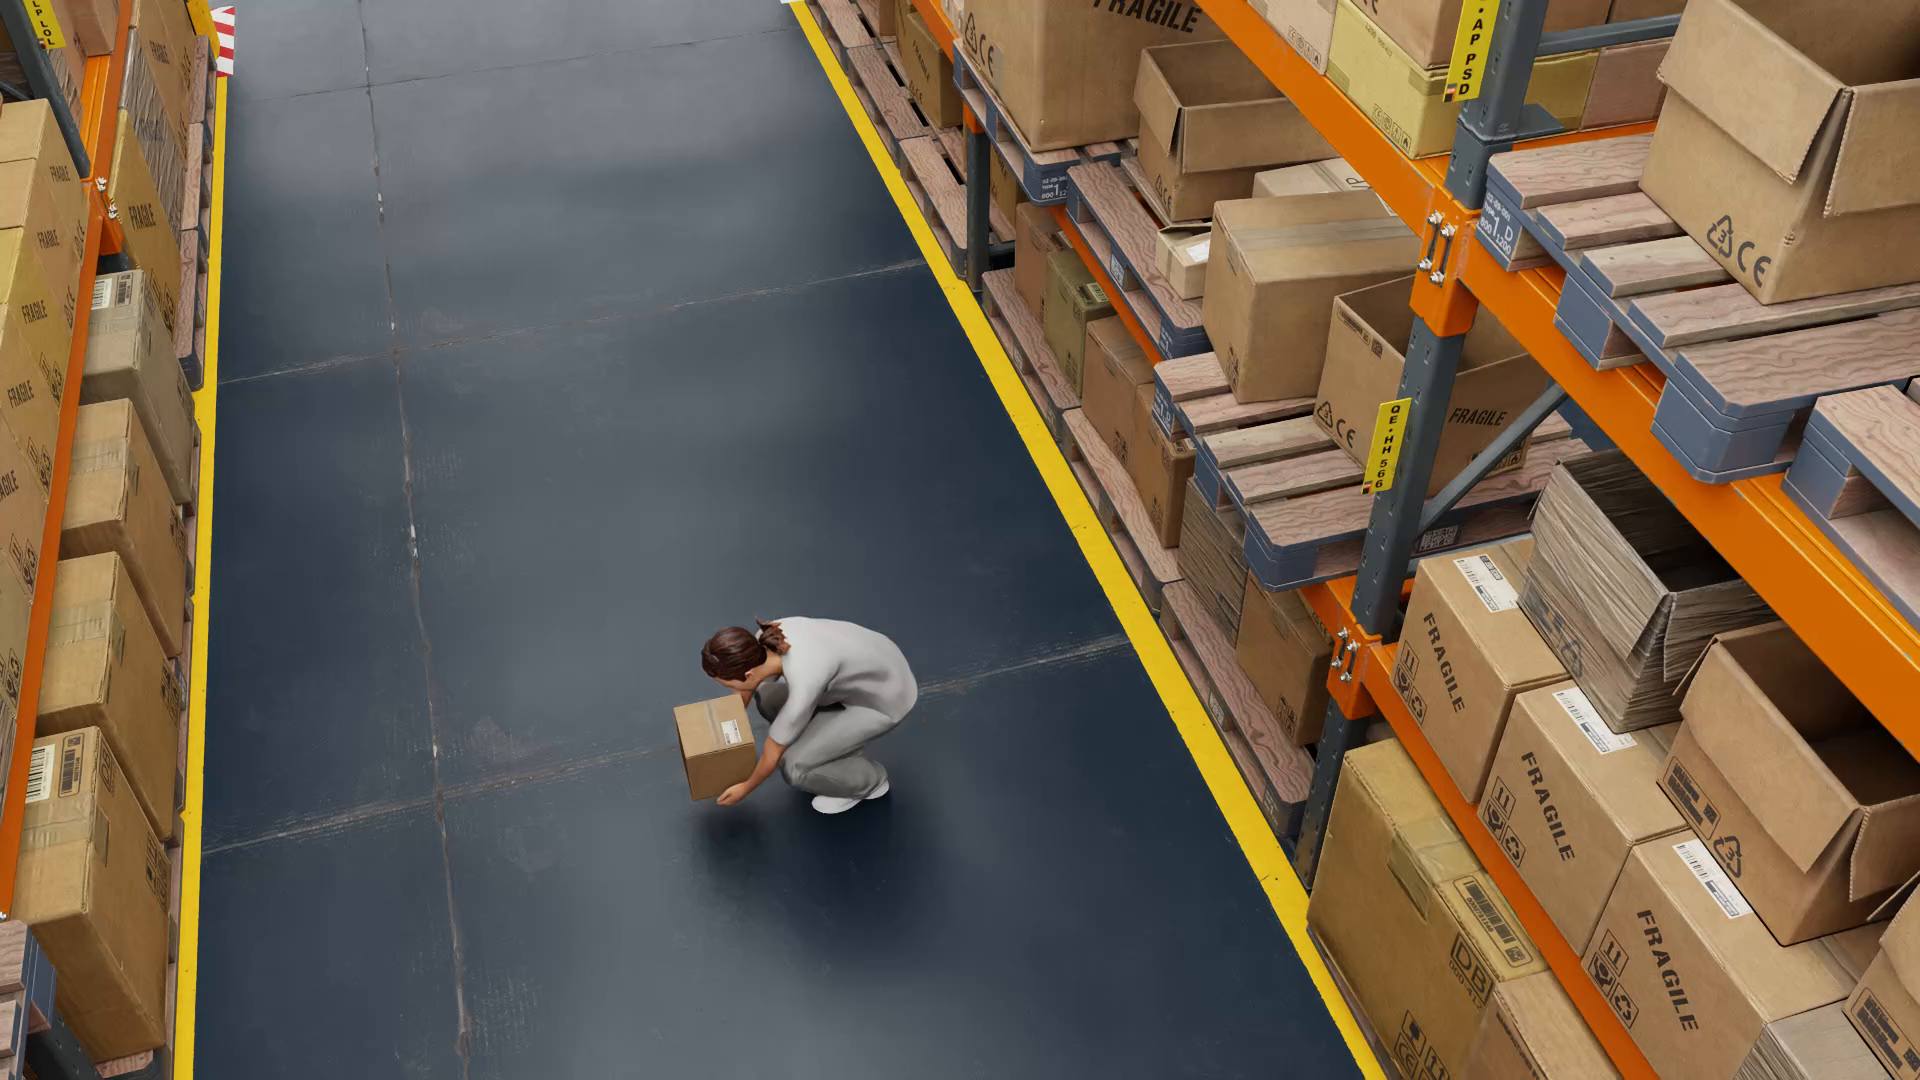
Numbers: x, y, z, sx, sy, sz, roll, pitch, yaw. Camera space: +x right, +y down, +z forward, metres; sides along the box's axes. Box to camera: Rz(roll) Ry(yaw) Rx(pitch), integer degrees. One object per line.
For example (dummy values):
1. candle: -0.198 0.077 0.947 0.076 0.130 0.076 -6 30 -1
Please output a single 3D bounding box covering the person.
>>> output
1. person: -0.549 0.607 6.052 0.801 0.930 0.476 -12 44 -13
